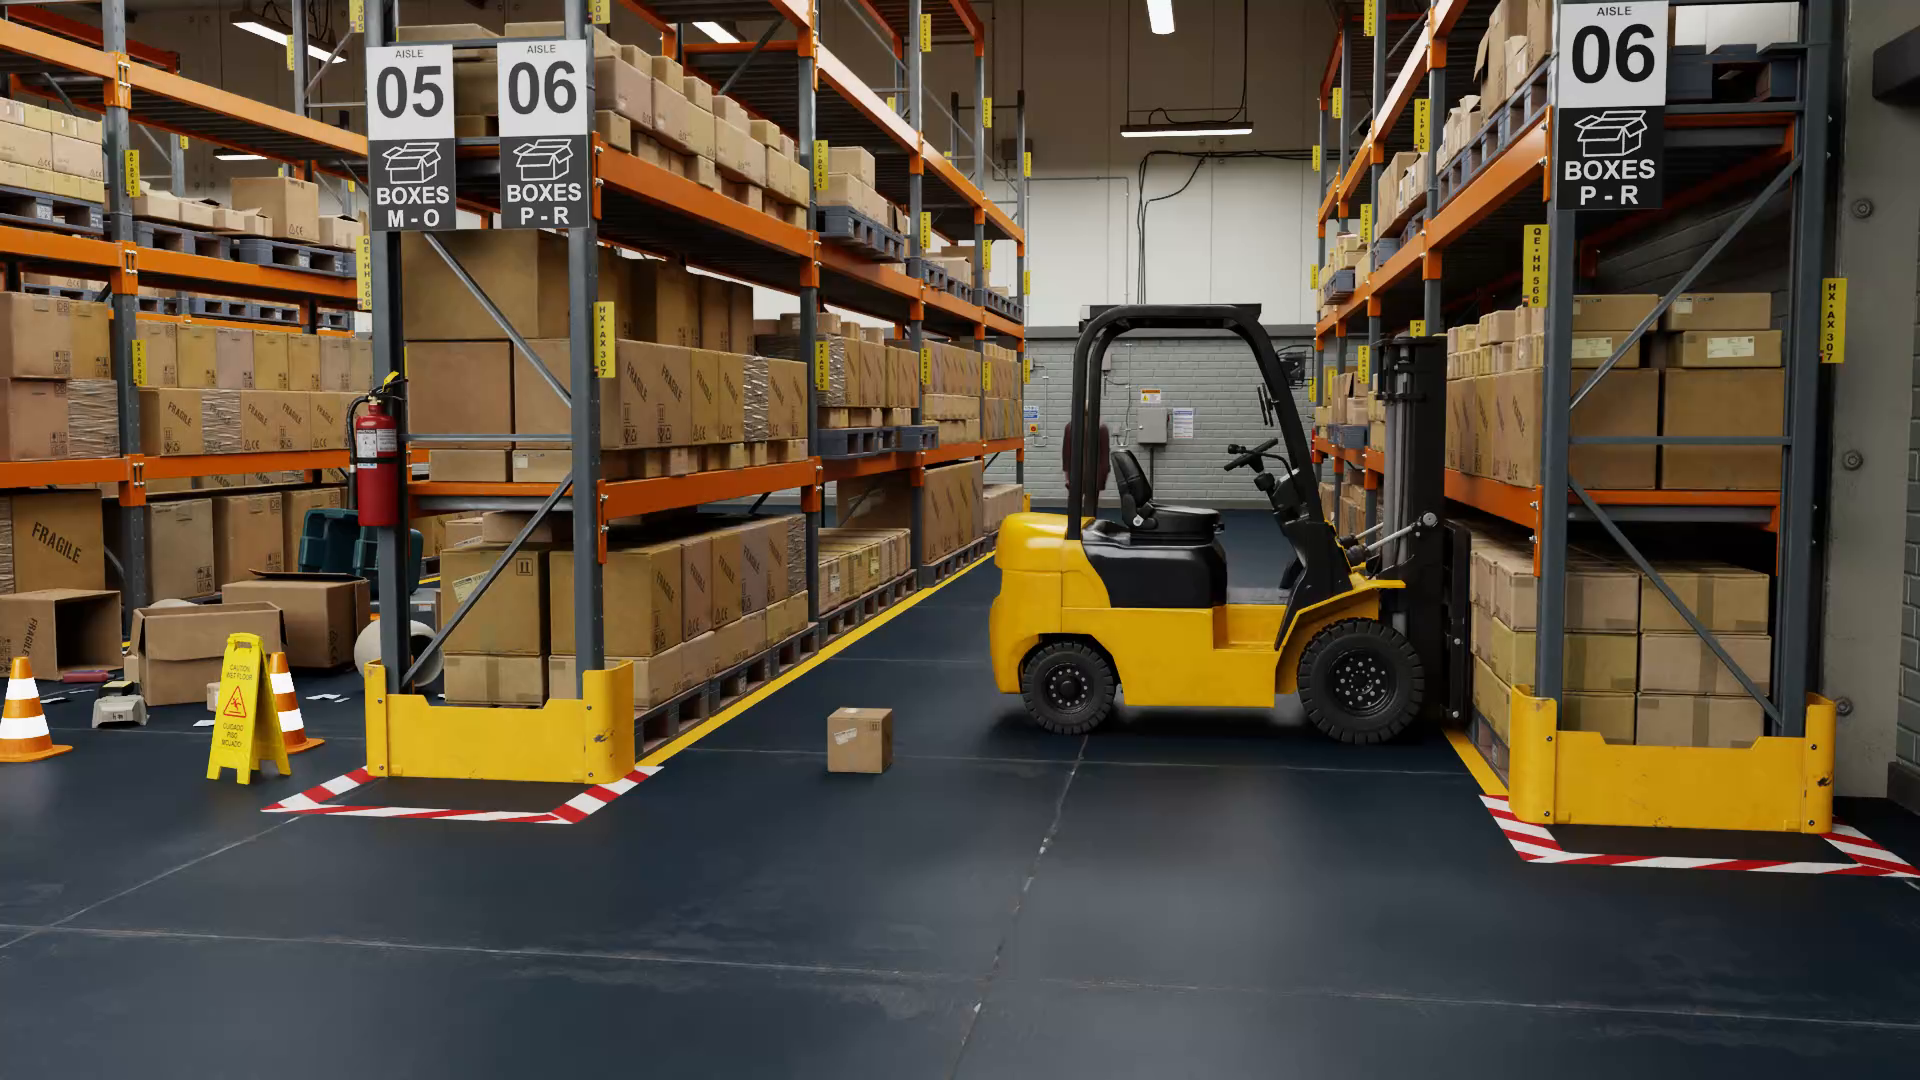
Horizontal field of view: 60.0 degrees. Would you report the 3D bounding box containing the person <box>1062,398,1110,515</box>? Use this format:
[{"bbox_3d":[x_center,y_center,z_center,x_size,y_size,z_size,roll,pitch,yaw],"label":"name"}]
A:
[{"bbox_3d":[1.530,-0.713,20.099,0.569,1.574,0.518,1,4,9],"label":"person"}]
